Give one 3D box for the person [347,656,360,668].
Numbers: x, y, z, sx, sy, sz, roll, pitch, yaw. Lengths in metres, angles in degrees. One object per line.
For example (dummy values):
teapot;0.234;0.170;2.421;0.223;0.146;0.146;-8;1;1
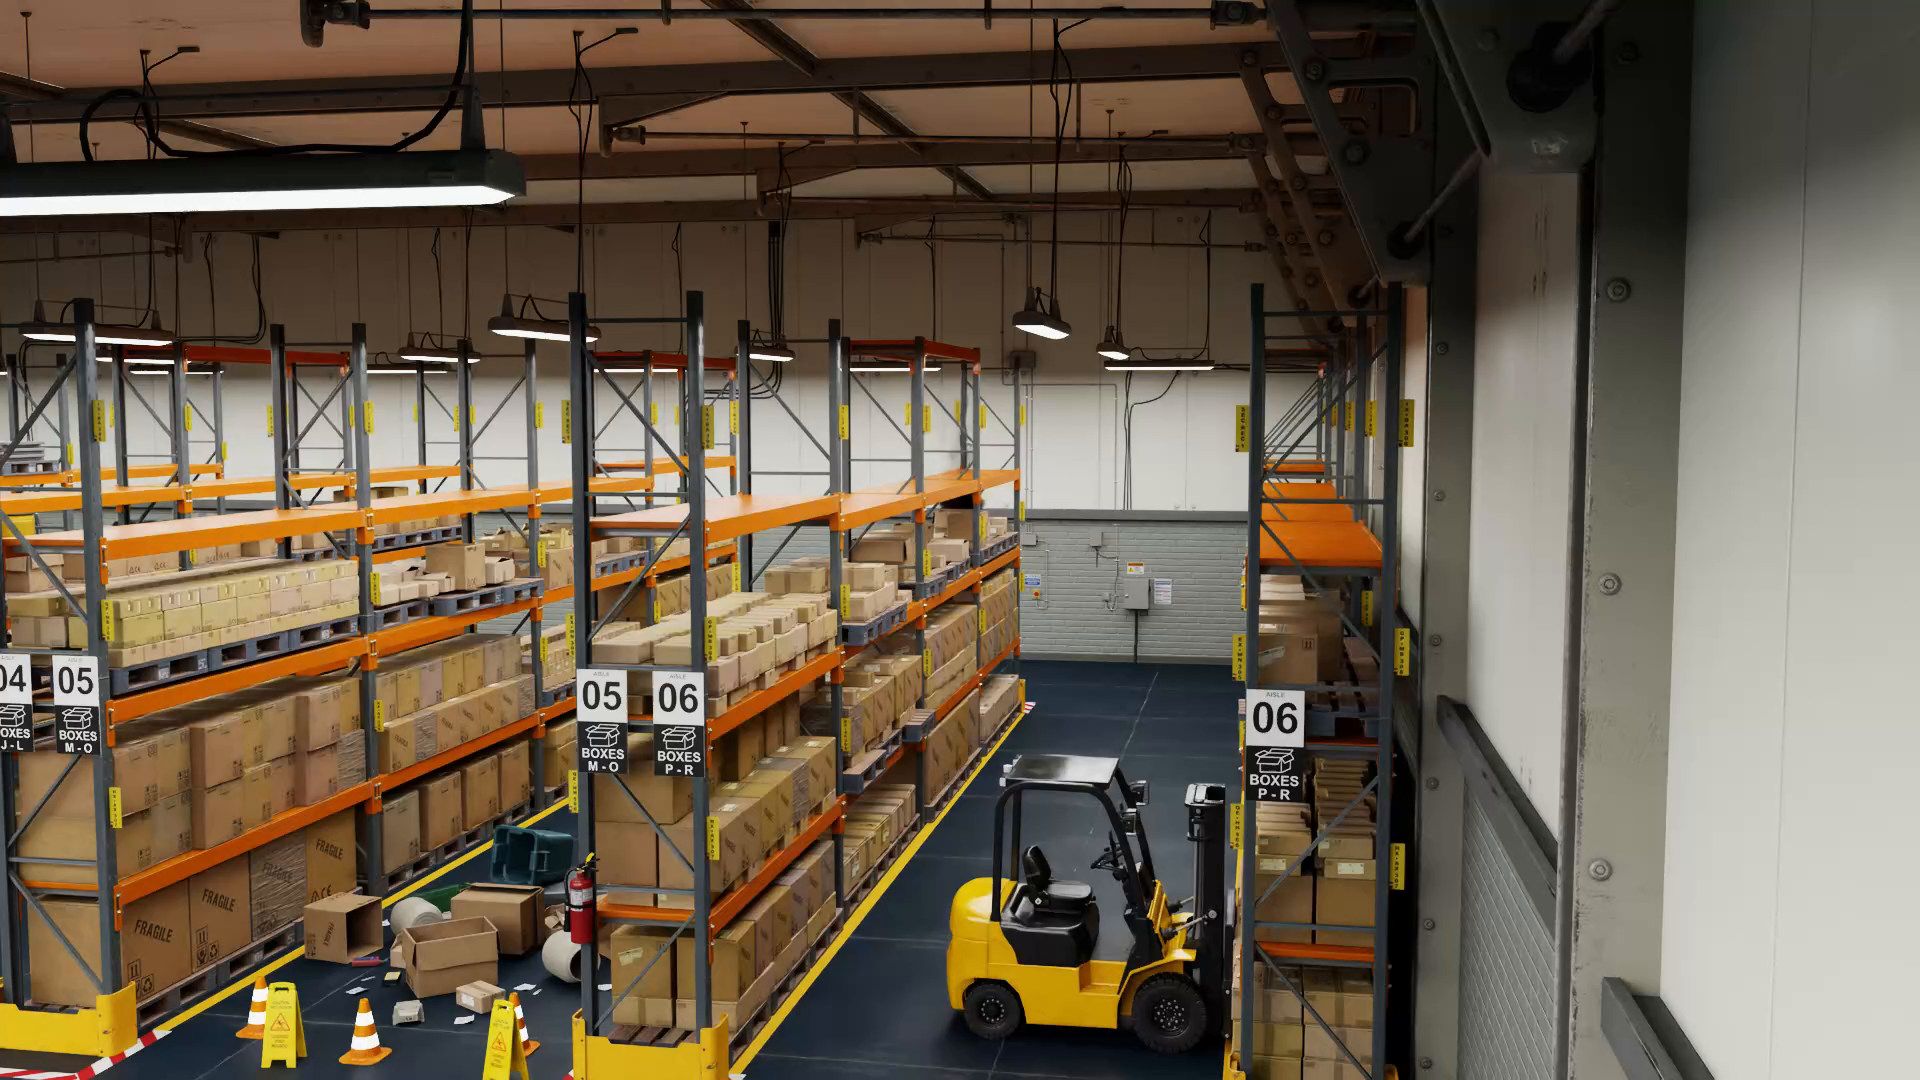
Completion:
person;-8.623;2.438;23.766;0.577;1.609;0.719;1;5;10
